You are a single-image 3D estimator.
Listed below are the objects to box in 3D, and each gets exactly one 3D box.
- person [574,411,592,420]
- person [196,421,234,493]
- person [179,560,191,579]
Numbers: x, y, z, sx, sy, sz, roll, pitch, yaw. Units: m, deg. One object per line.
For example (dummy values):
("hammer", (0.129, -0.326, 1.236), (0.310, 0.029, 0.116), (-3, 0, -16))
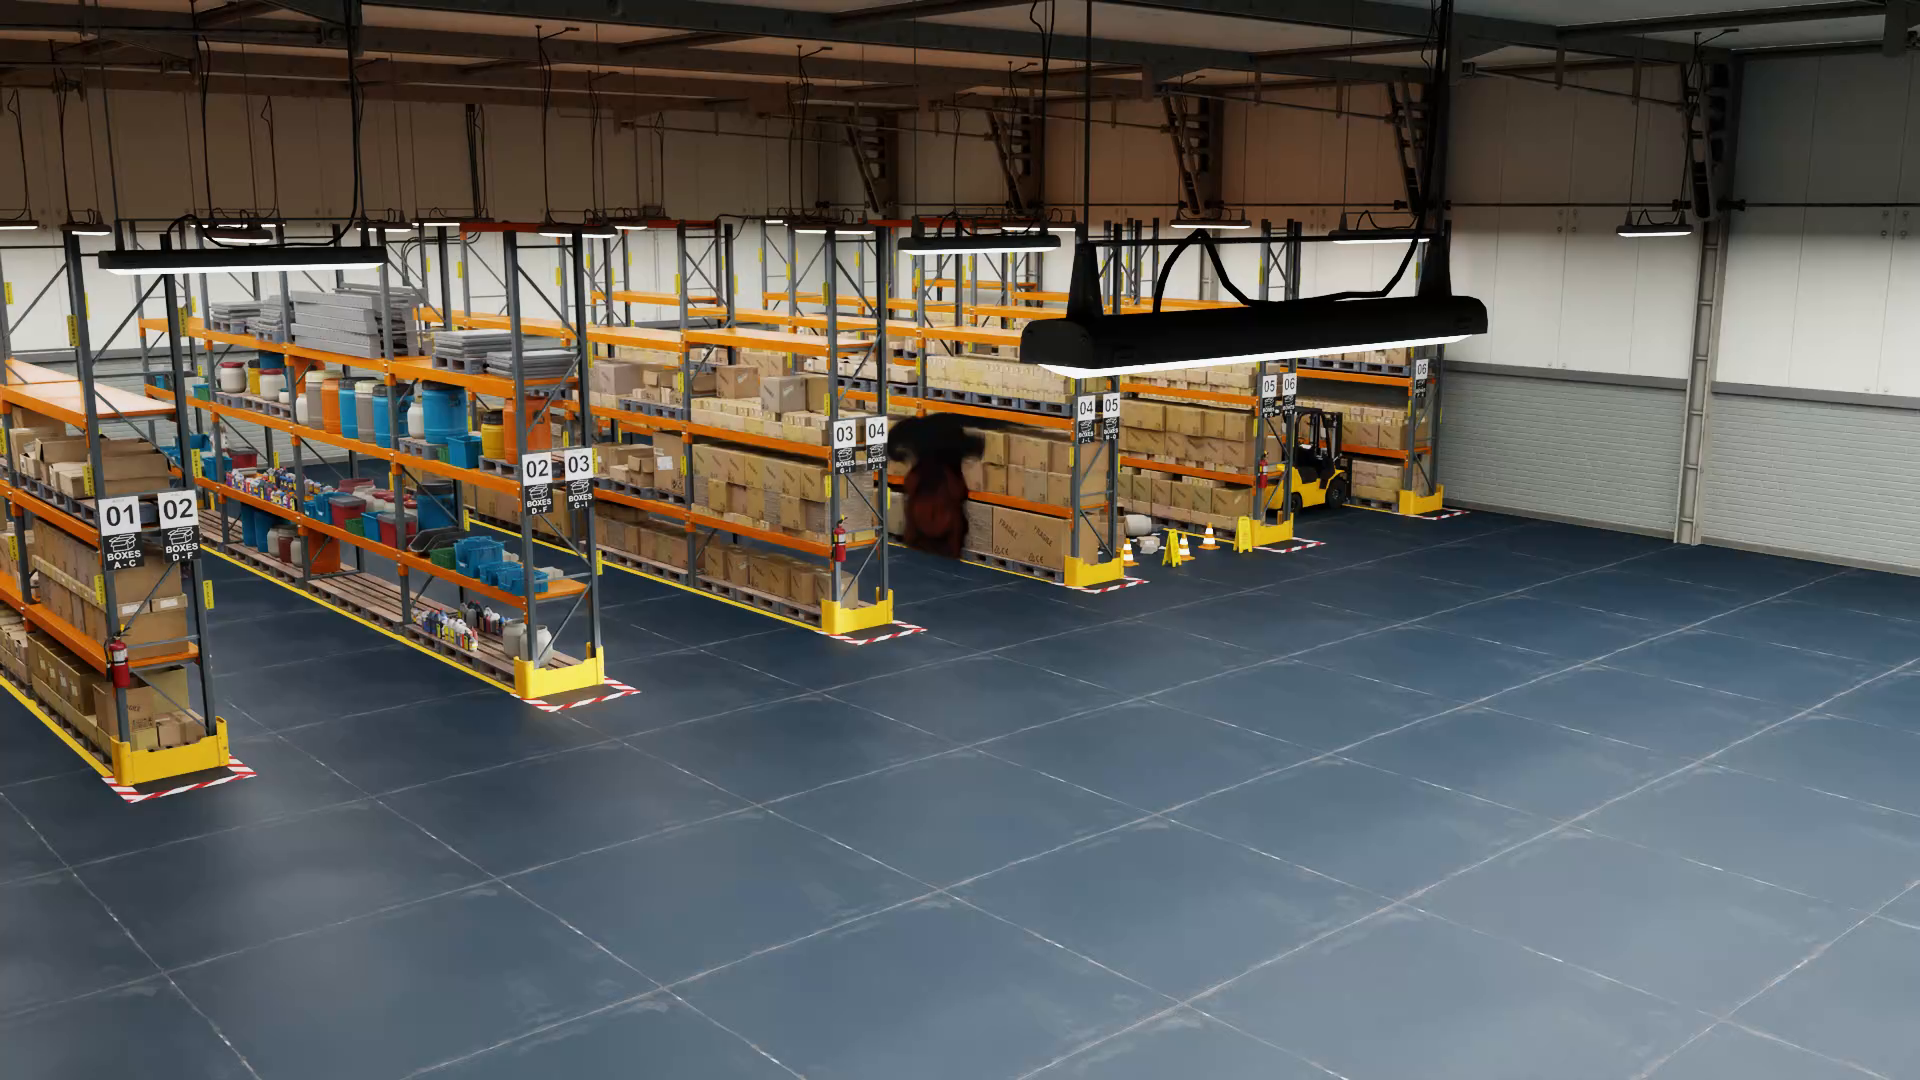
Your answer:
("person", (-9.333, -2.667, 40.712), (0.698, 1.771, 0.688), (2, 12, 9))
("person", (-16.209, -1.755, 36.296), (0.935, 1.718, 0.591), (-5, 12, -24))
("person", (-13.319, 0.001, 28.458), (0.555, 1.358, 0.530), (9, 15, 38))
